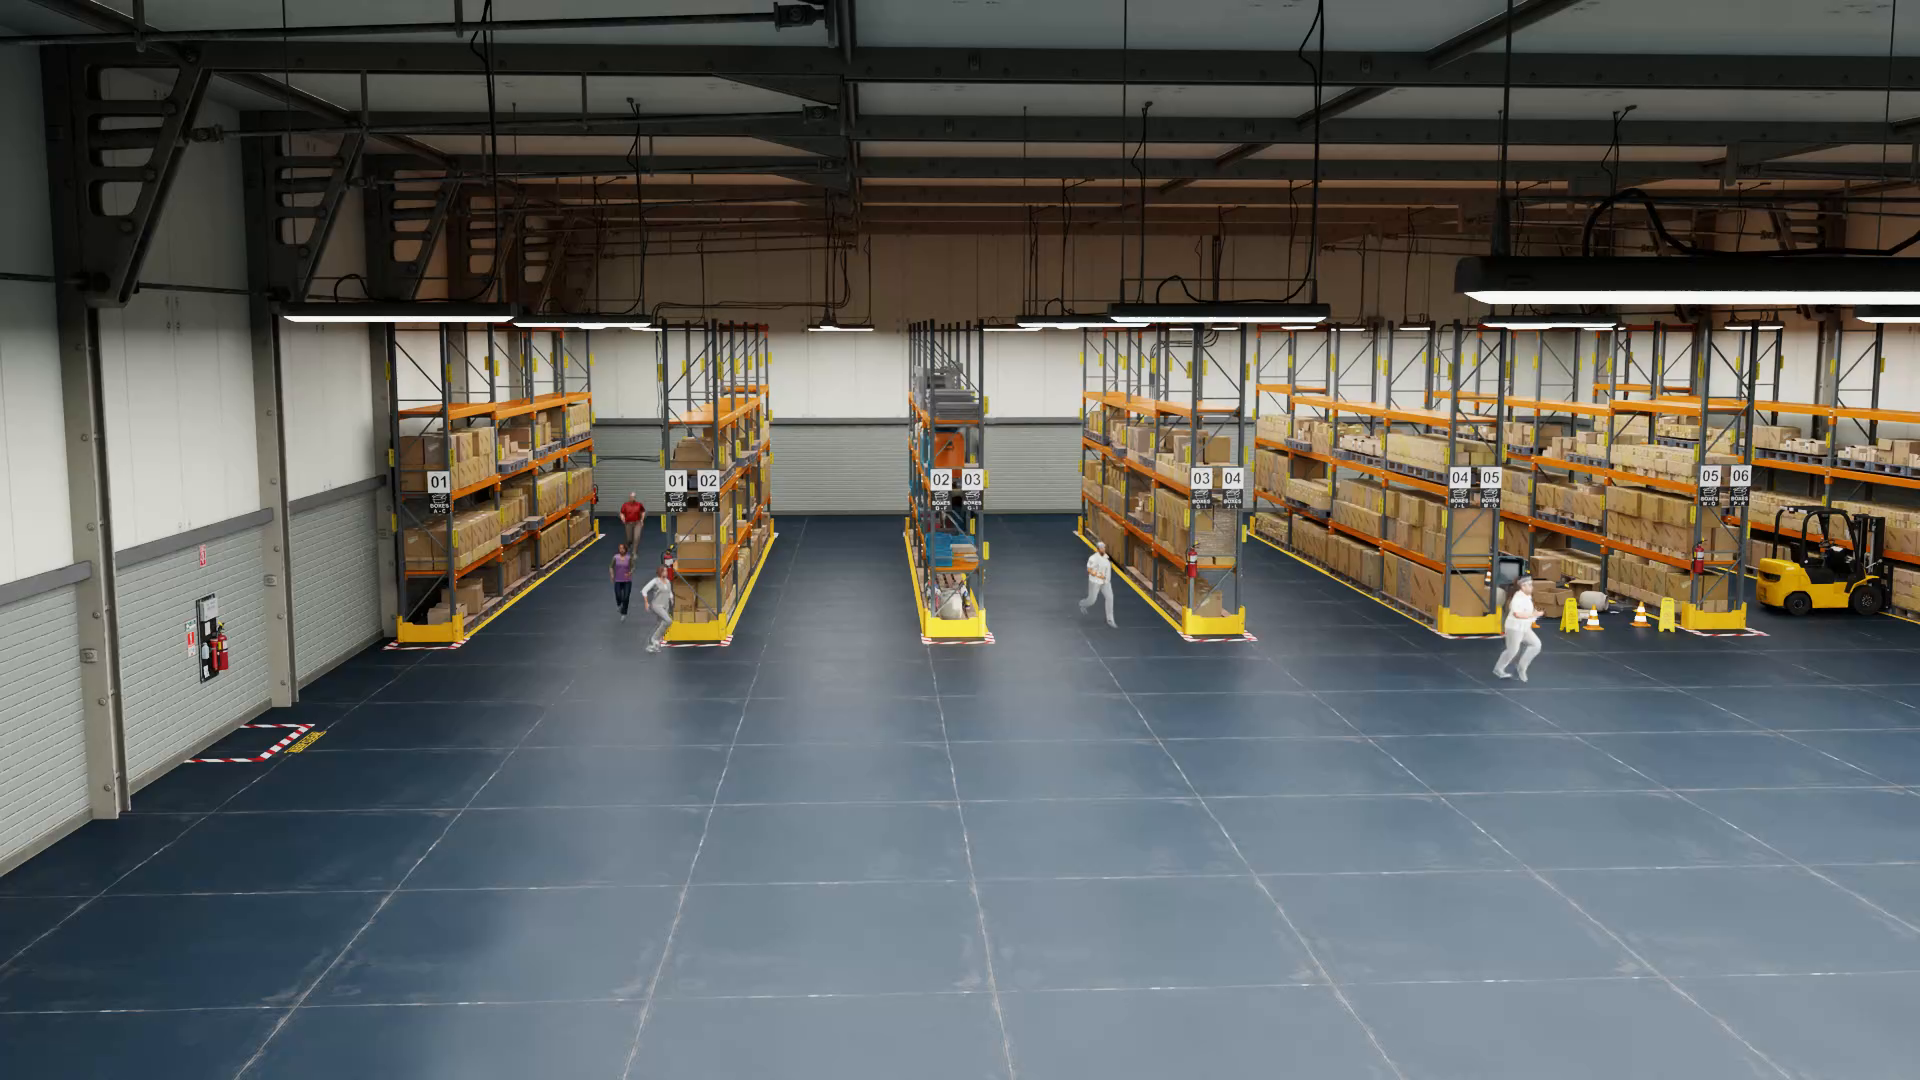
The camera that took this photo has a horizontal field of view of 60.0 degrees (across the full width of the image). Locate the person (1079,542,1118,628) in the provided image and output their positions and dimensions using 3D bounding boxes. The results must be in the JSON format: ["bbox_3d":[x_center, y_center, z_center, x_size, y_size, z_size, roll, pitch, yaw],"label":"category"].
[{"bbox_3d":[2.737,0.862,32.938,0.577,1.673,1.082,-4,8,-27],"label":"person"}]

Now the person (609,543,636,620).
[{"bbox_3d":[-6.771,0.841,33.354,0.531,1.557,0.539,-1,7,-9],"label":"person"}]

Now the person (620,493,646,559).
[{"bbox_3d":[-8.402,-0.379,42.725,0.647,1.686,0.754,-2,7,-16],"label":"person"}]

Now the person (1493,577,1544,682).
[{"bbox_3d":[9.238,1.468,27.455,0.835,1.782,0.692,6,9,40],"label":"person"}]

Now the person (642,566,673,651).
[{"bbox_3d":[-5.390,1.240,30.092,0.575,1.530,0.539,4,8,32],"label":"person"}]
